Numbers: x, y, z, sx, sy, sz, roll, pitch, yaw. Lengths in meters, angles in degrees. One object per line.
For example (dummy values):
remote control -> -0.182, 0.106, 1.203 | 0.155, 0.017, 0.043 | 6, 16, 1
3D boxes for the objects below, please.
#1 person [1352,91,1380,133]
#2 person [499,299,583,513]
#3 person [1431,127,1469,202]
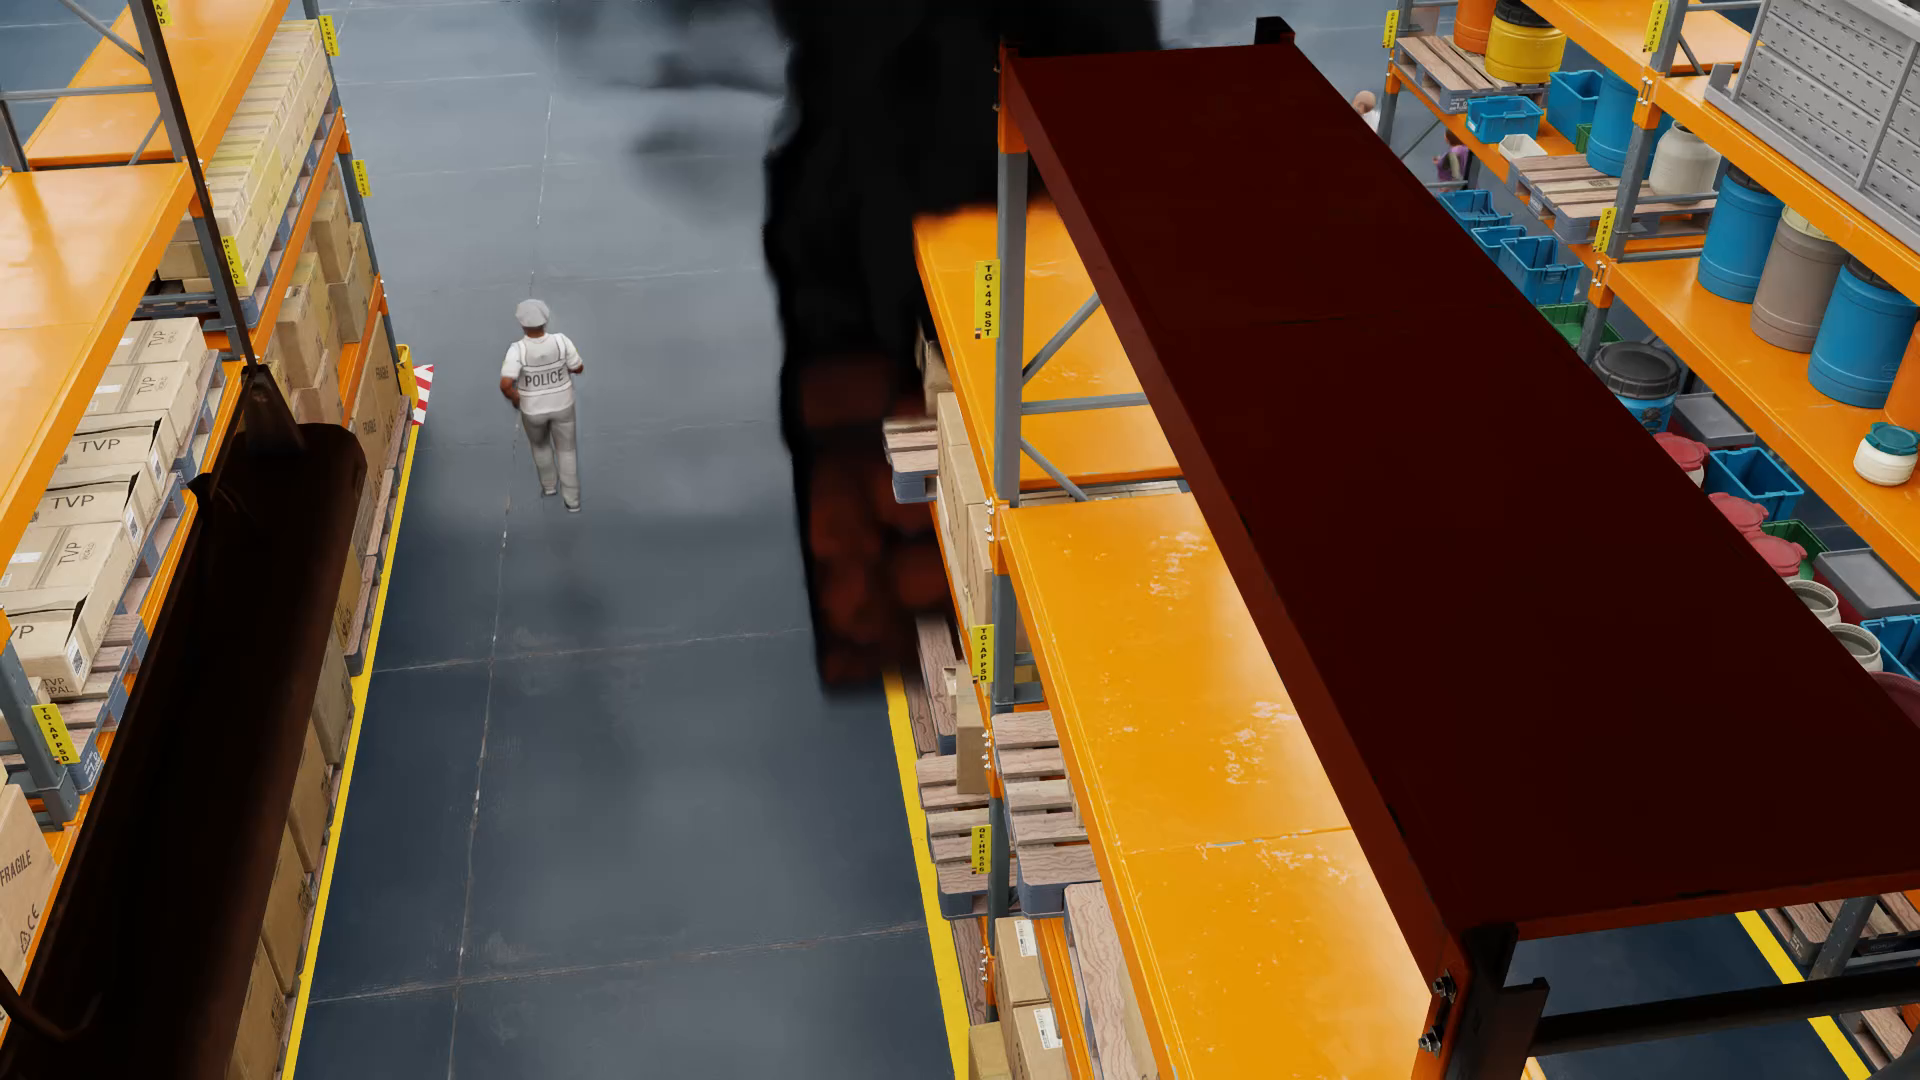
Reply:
person -> 4.114, -3.683, 16.976 | 0.932, 1.814, 0.722 | 16, 39, 20
person -> -3.194, -1.012, 12.880 | 0.640, 1.894, 0.729 | -10, 38, -14
person -> 4.966, -3.480, 16.878 | 0.553, 1.589, 0.641 | -25, 43, -30
